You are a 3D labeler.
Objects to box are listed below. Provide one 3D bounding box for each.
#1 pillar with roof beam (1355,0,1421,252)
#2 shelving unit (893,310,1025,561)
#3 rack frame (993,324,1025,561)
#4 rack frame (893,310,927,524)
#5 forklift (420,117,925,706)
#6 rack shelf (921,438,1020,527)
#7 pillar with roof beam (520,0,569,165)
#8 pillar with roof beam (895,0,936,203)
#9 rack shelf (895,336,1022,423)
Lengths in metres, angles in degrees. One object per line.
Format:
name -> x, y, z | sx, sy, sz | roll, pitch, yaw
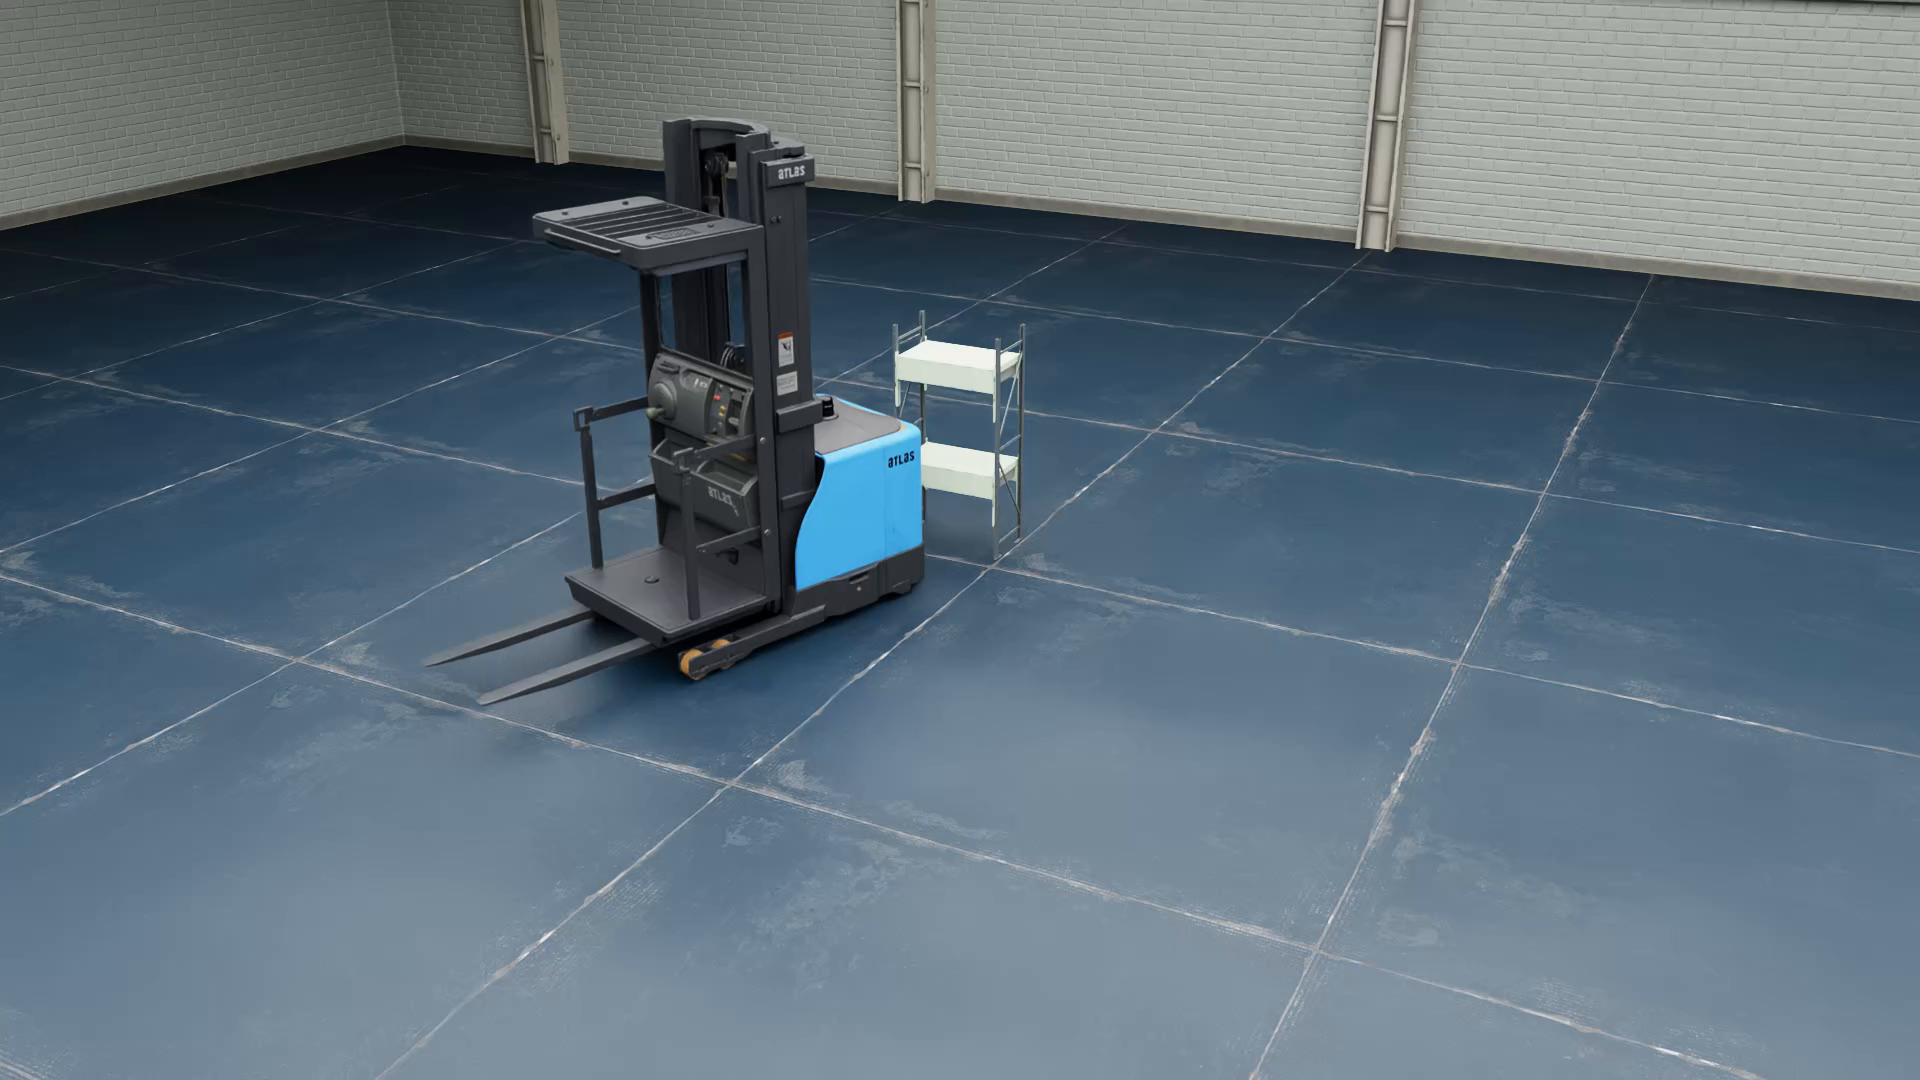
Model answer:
pillar with roof beam -> 2.851, -6.014, 13.893 | 0.400, 9.000, 9.100 | 11, 25, 25
shelving unit -> -0.006, -0.691, 10.959 | 0.755, 1.500, 0.431 | 11, 25, 25
rack frame -> 0.321, -0.627, 10.807 | 0.023, 1.500, 0.400 | 11, 25, 25
rack frame -> -0.333, -0.756, 11.111 | 0.023, 1.500, 0.400 | 11, 25, 25
forklift -> -1.634, -0.788, 9.359 | 3.031, 2.935, 1.130 | -21, 31, -40
rack shelf -> -0.006, -0.391, 11.087 | 0.720, 0.370, 0.431 | 11, 25, 25
pillar with roof beam -> -7.858, -8.133, 18.876 | 0.400, 9.000, 9.100 | 11, 25, 25
pillar with roof beam -> -2.503, -7.074, 16.385 | 0.400, 9.000, 9.100 | 11, 25, 25
rack shelf -> -0.006, -1.050, 10.807 | 0.720, 0.370, 0.431 | 11, 25, 25
